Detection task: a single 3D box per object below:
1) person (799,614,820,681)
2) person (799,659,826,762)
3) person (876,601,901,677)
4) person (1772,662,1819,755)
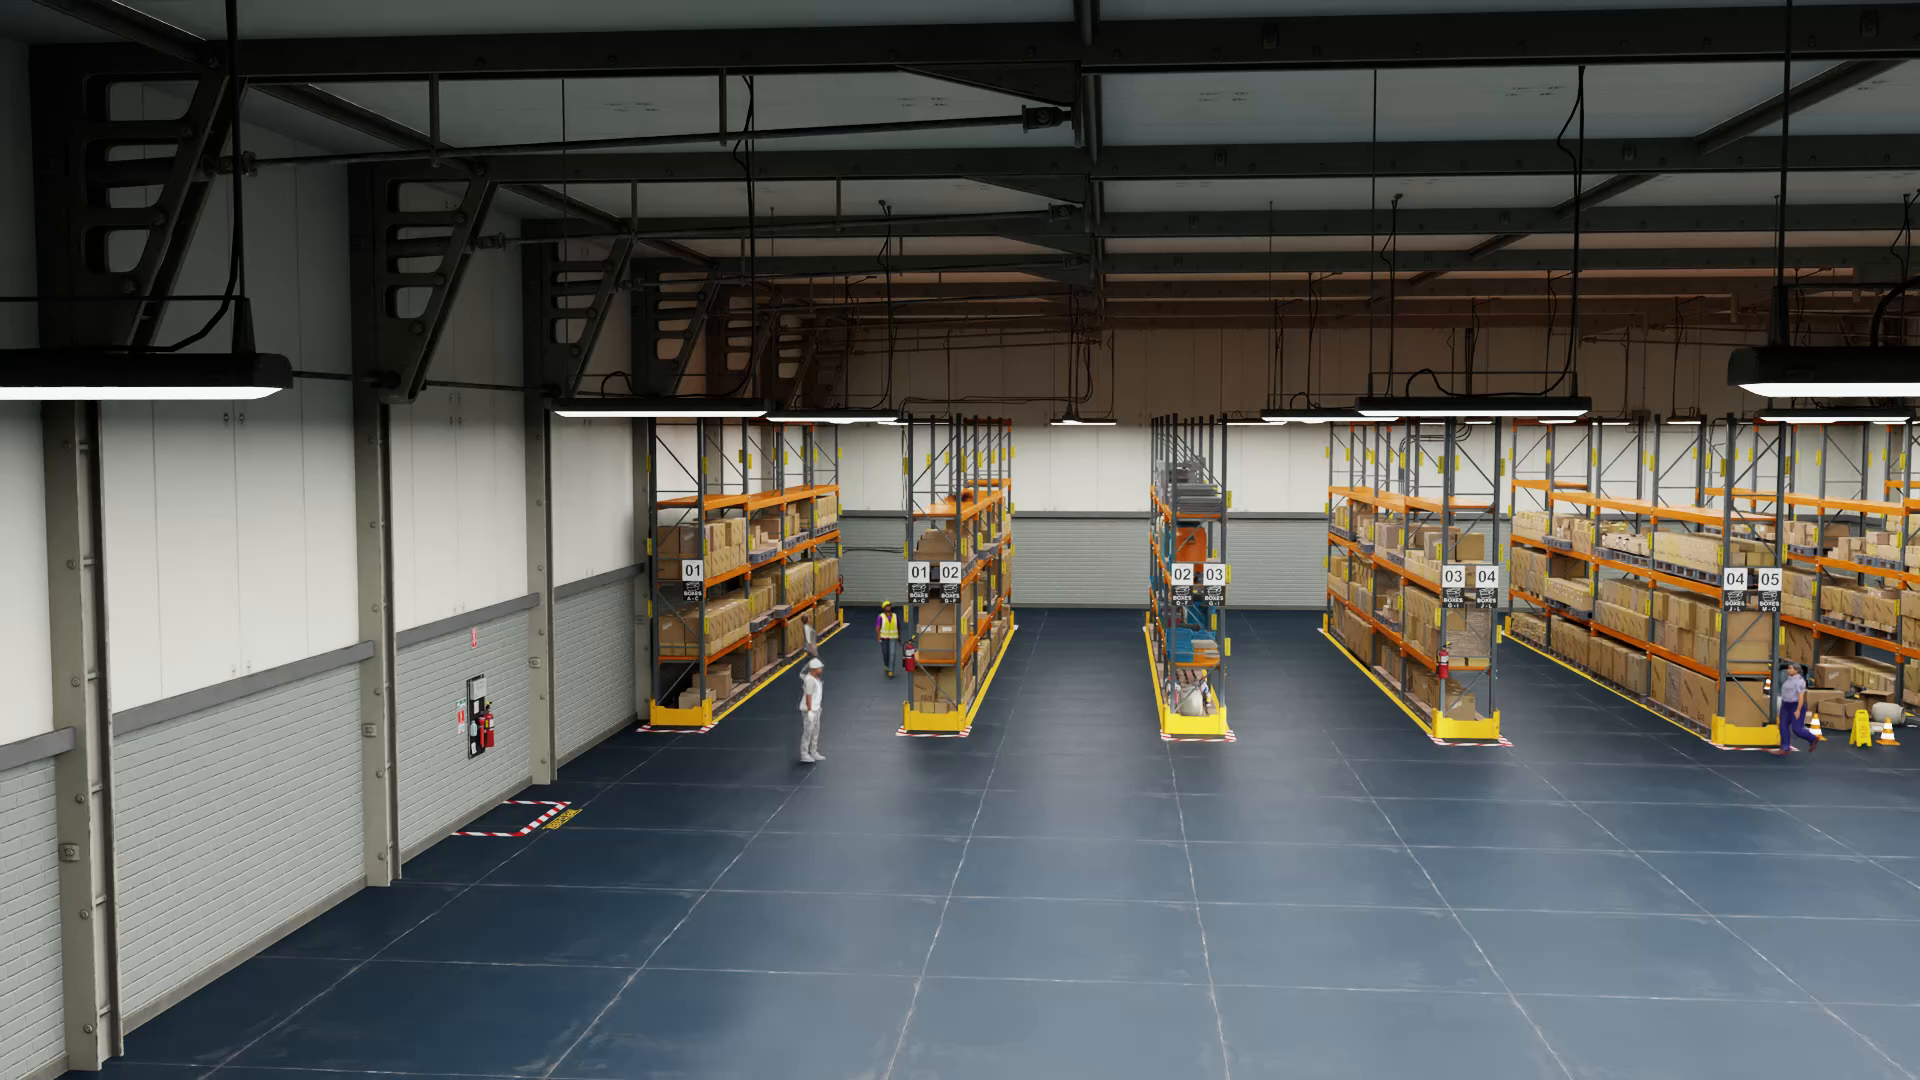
[{"bbox_3d":[-3.355,2.440,37.326,0.500,1.566,0.434,-1,4,-21],"label":"person"},{"bbox_3d":[-2.533,2.920,28.530,0.438,1.788,0.604,0,4,7],"label":"person"},{"bbox_3d":[-1.667,2.283,38.479,0.565,1.705,1.042,0,4,6],"label":"person"},{"bbox_3d":[14.599,2.950,29.010,0.690,1.635,0.484,-1,4,-17],"label":"person"}]
